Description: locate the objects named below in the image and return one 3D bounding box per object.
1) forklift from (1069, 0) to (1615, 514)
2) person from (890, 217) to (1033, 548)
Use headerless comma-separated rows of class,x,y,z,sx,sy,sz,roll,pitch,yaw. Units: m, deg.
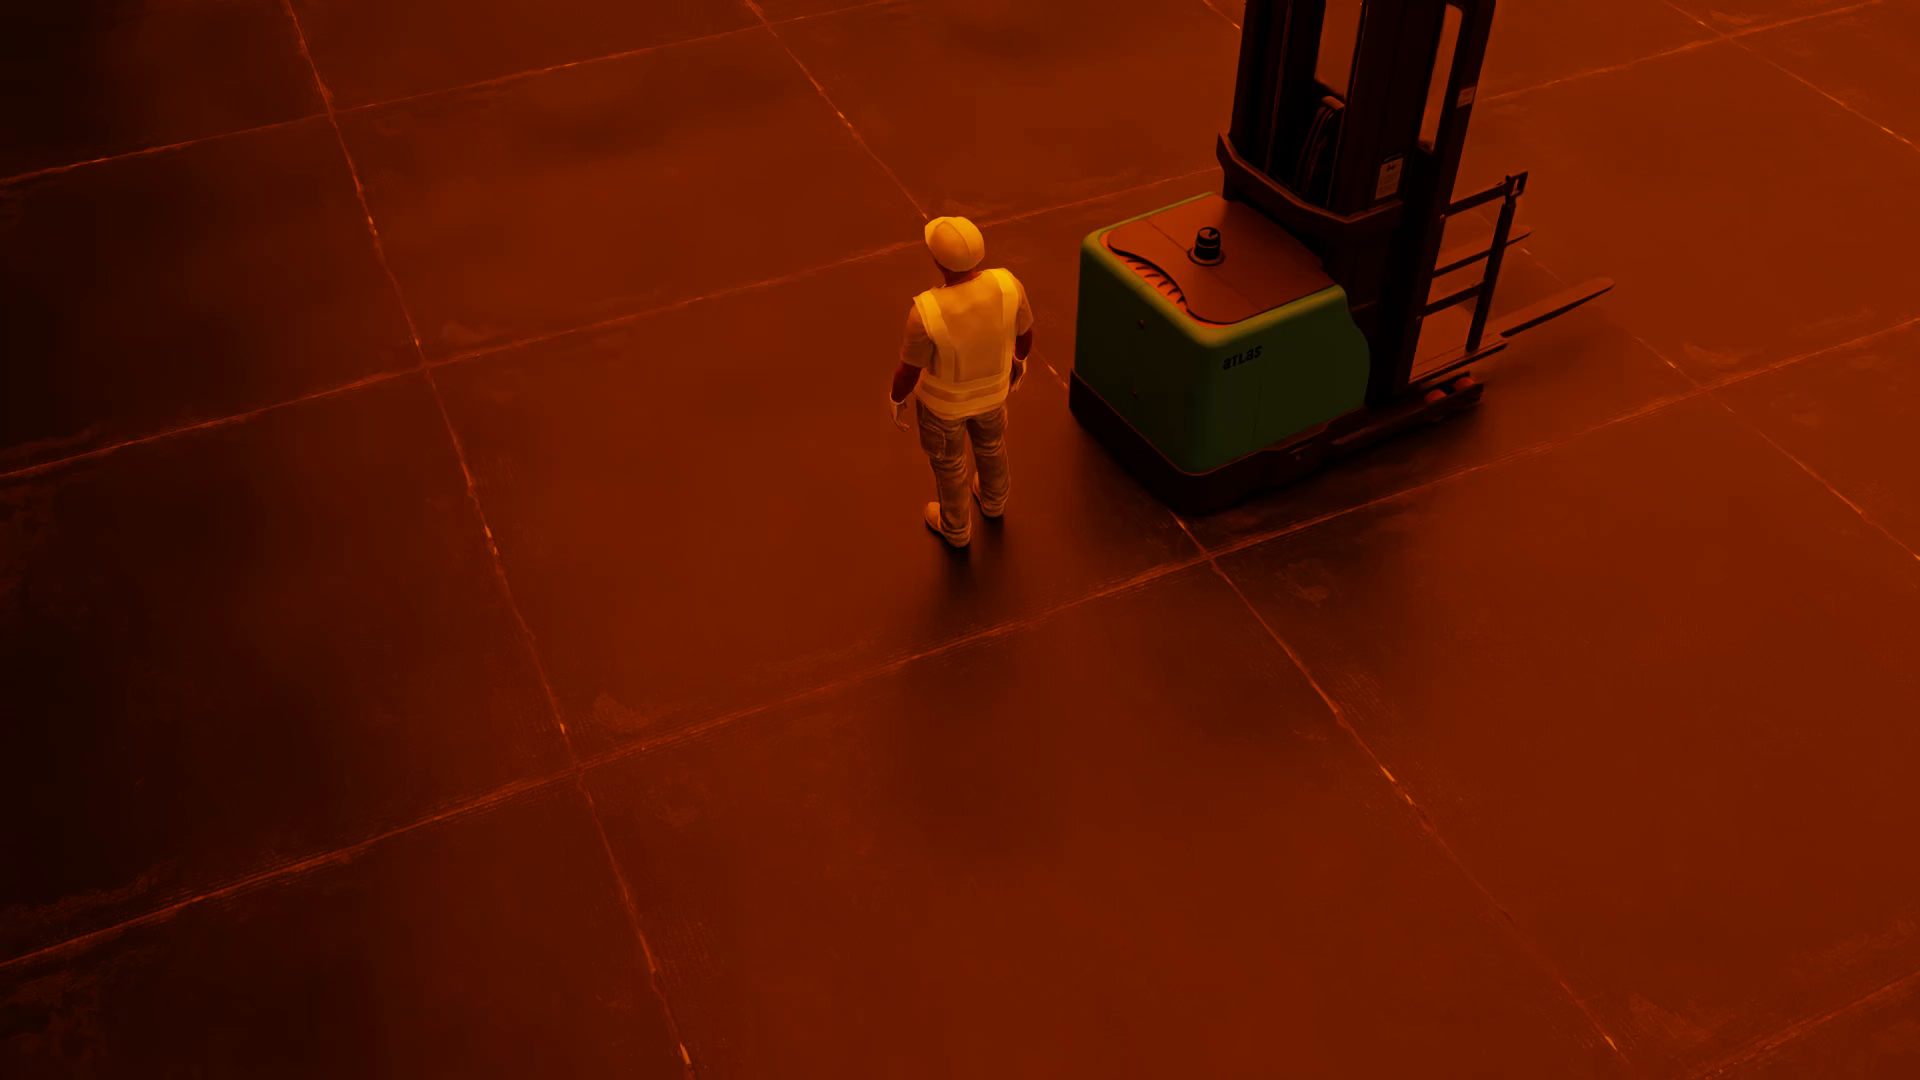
forklift,2.080,-1.958,7.778,3.031,2.935,1.130,-23,48,-22
person,-0.022,-0.702,7.267,0.656,1.777,0.577,-18,46,-18
